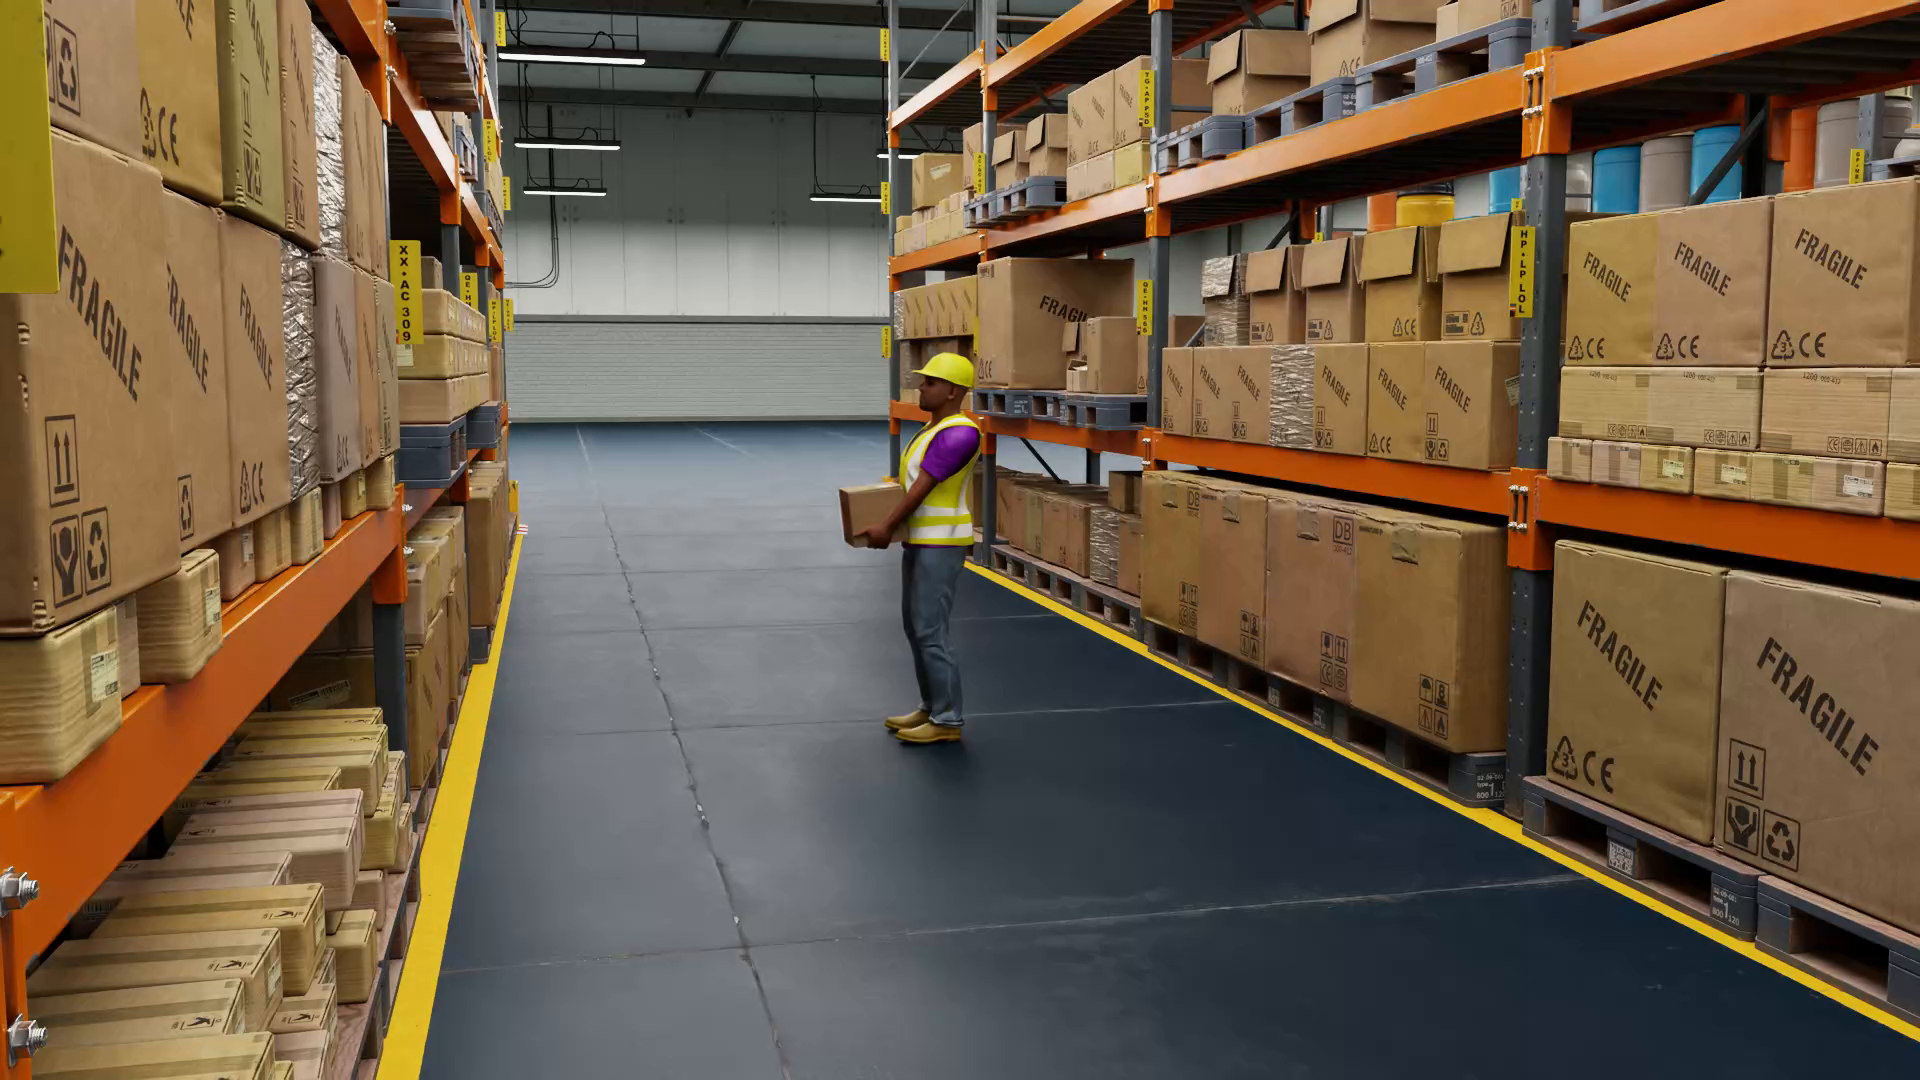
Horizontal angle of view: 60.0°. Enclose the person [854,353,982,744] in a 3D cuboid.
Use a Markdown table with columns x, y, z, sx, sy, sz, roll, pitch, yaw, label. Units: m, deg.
| x | y | z | sx | sy | sz | roll | pitch | yaw | label |
| --- | --- | --- | --- | --- | --- | --- | --- | --- | --- |
| -0.212 | 0.034 | 7.558 | 0.587 | 1.761 | 0.502 | -1 | 6 | -13 | person |
